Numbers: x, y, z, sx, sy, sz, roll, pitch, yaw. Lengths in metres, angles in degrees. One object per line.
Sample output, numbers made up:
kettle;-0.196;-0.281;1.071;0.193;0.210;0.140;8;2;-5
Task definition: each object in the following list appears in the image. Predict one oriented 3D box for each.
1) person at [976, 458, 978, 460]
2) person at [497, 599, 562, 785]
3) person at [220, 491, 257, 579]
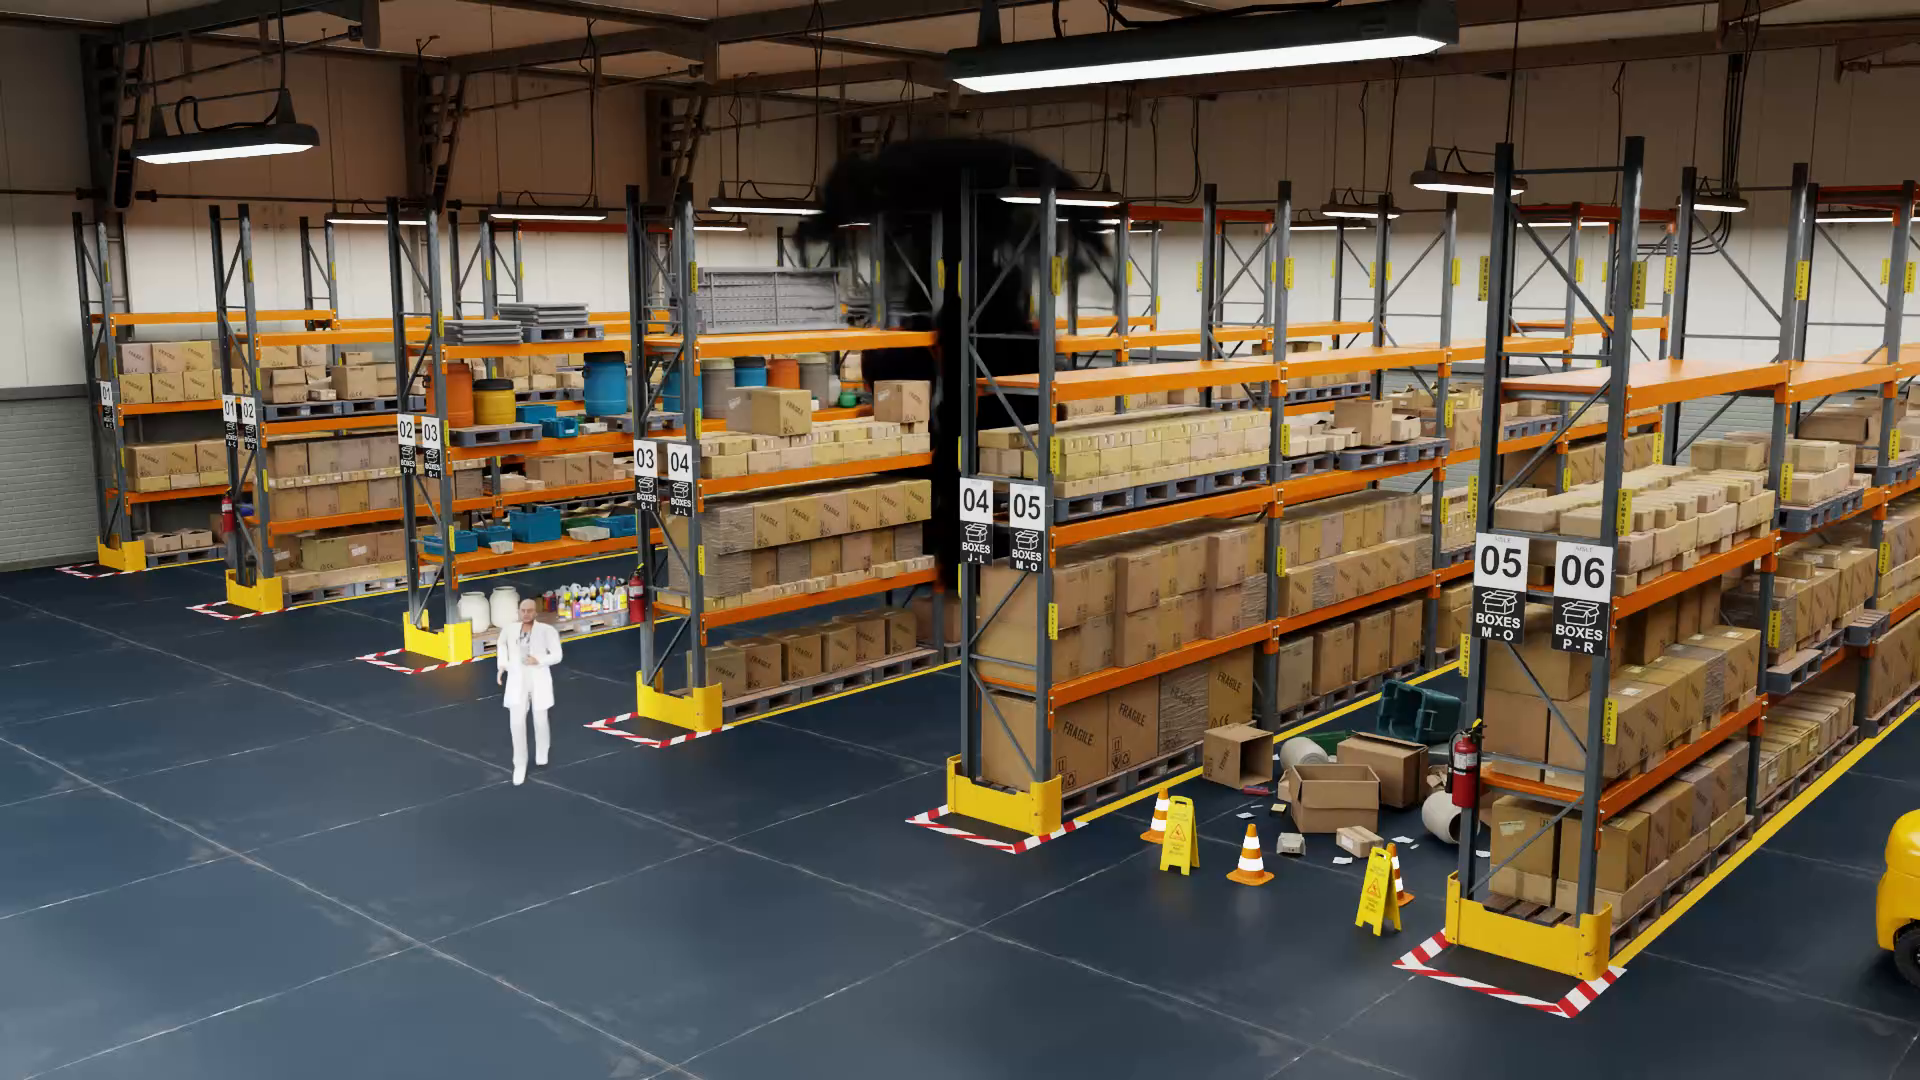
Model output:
person;0.505;-1.506;35.087;0.694;1.813;0.728;4;10;25
person;-4.369;1.594;16.929;0.681;1.638;0.850;-1;10;-7
person;-11.535;-0.035;26.673;0.624;1.606;0.571;3;10;19
